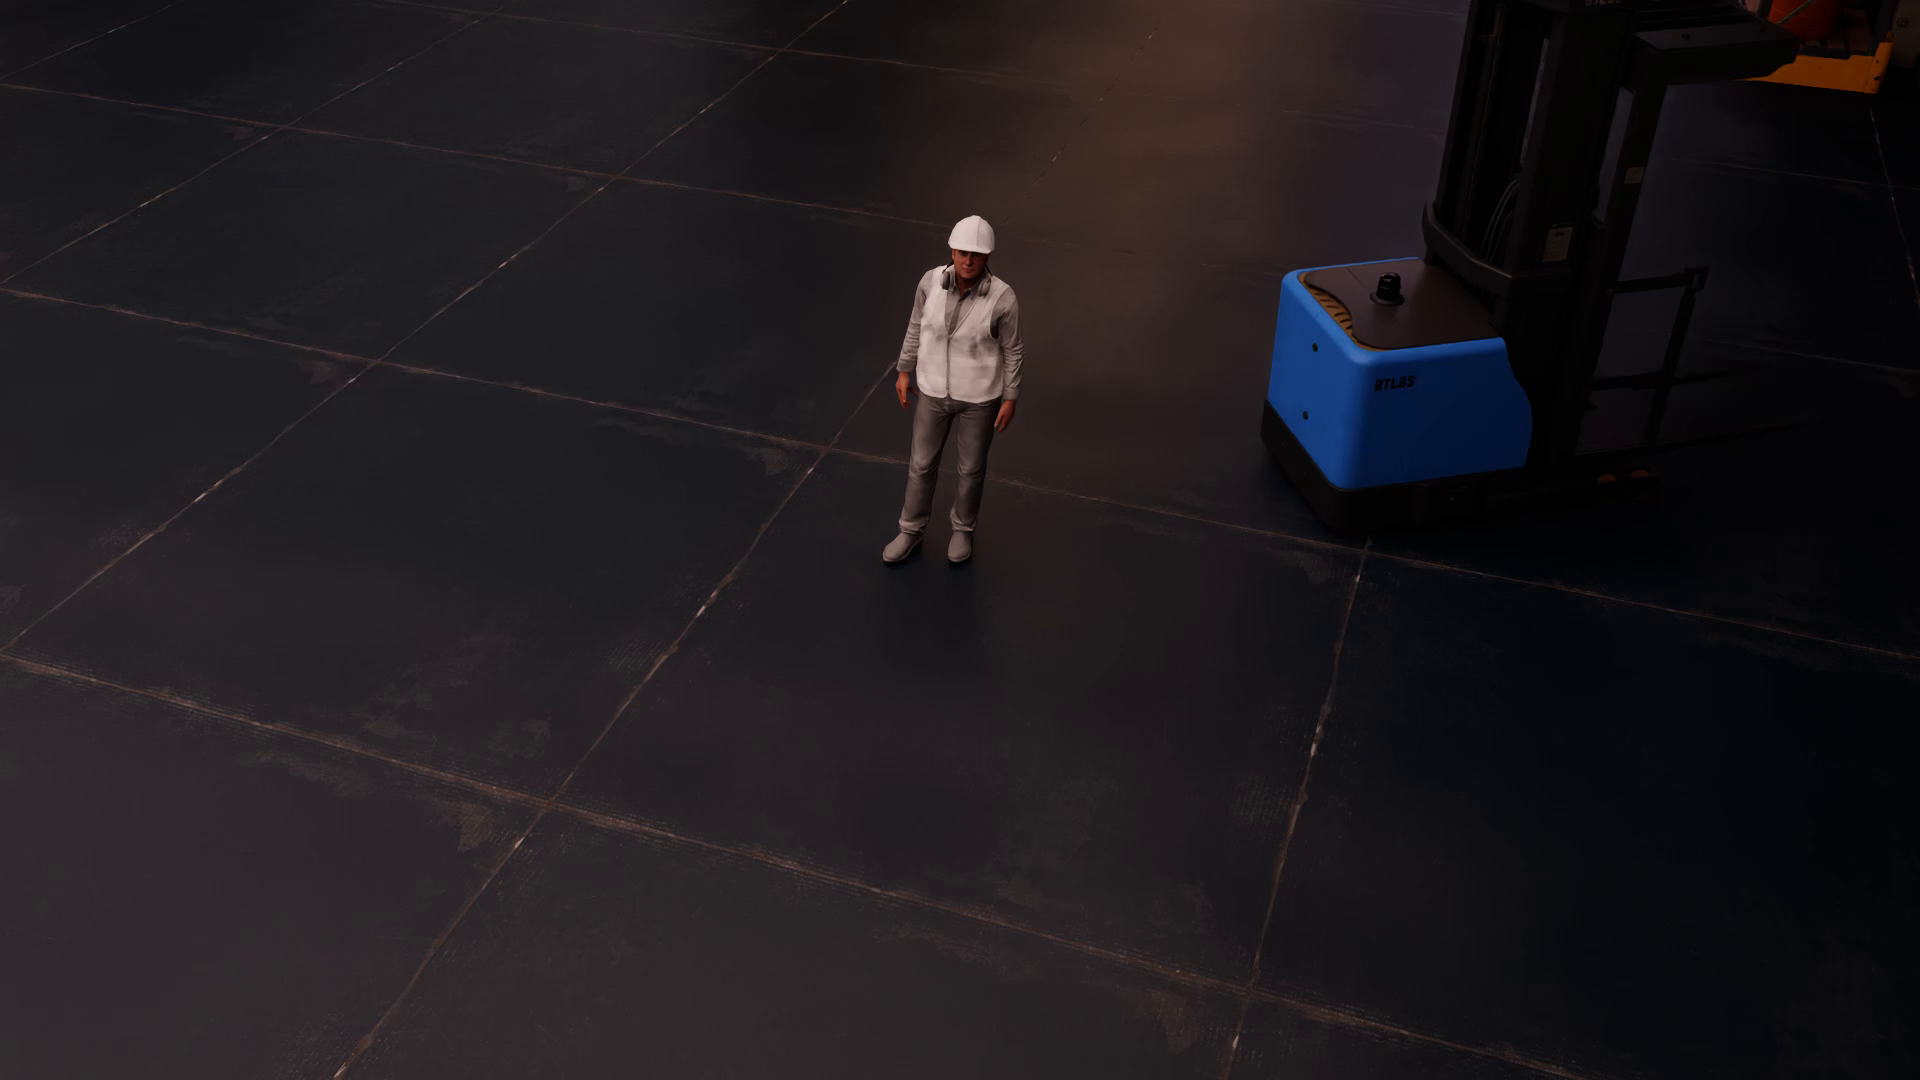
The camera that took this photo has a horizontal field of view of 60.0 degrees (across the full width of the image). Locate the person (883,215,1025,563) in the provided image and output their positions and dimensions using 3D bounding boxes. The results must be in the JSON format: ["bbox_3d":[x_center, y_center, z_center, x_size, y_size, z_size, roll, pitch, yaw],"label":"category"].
[{"bbox_3d":[-0.028,-0.697,8.081,0.634,1.775,0.566,12,37,16],"label":"person"}]

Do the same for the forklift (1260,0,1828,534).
[{"bbox_3d":[3.262,-1.673,8.471,3.031,2.935,1.130,-8,36,-11],"label":"forklift"}]
